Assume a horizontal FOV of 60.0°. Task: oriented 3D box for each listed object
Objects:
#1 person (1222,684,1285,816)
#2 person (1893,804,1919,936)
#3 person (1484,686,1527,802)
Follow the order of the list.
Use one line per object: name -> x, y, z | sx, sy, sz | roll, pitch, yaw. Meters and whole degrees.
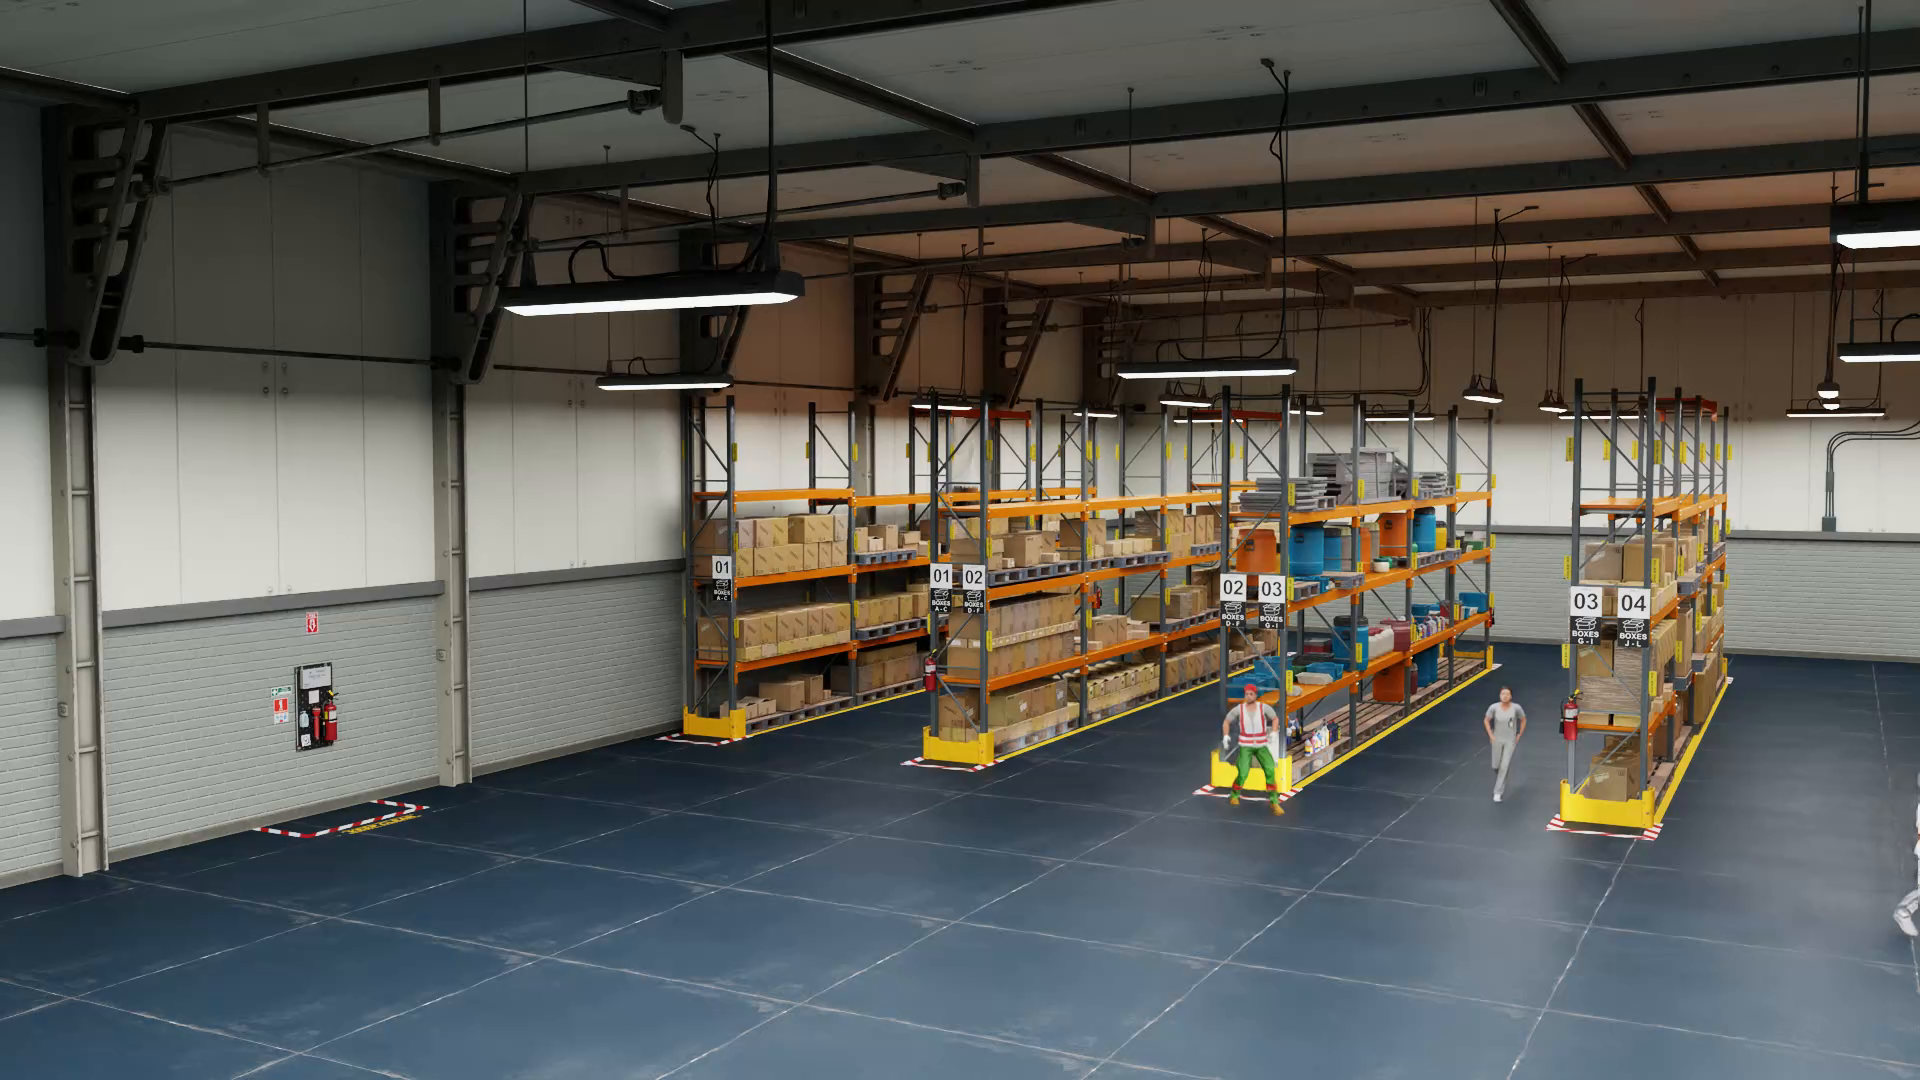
person -> 4.077, 2.902, 23.177 | 0.812, 1.773, 0.714 | 0, 3, -3
person -> 9.847, 3.247, 16.816 | 0.702, 1.865, 0.848 | -1, 3, -25
person -> 7.904, 2.924, 24.108 | 0.588, 1.648, 0.767 | 1, 3, 21
